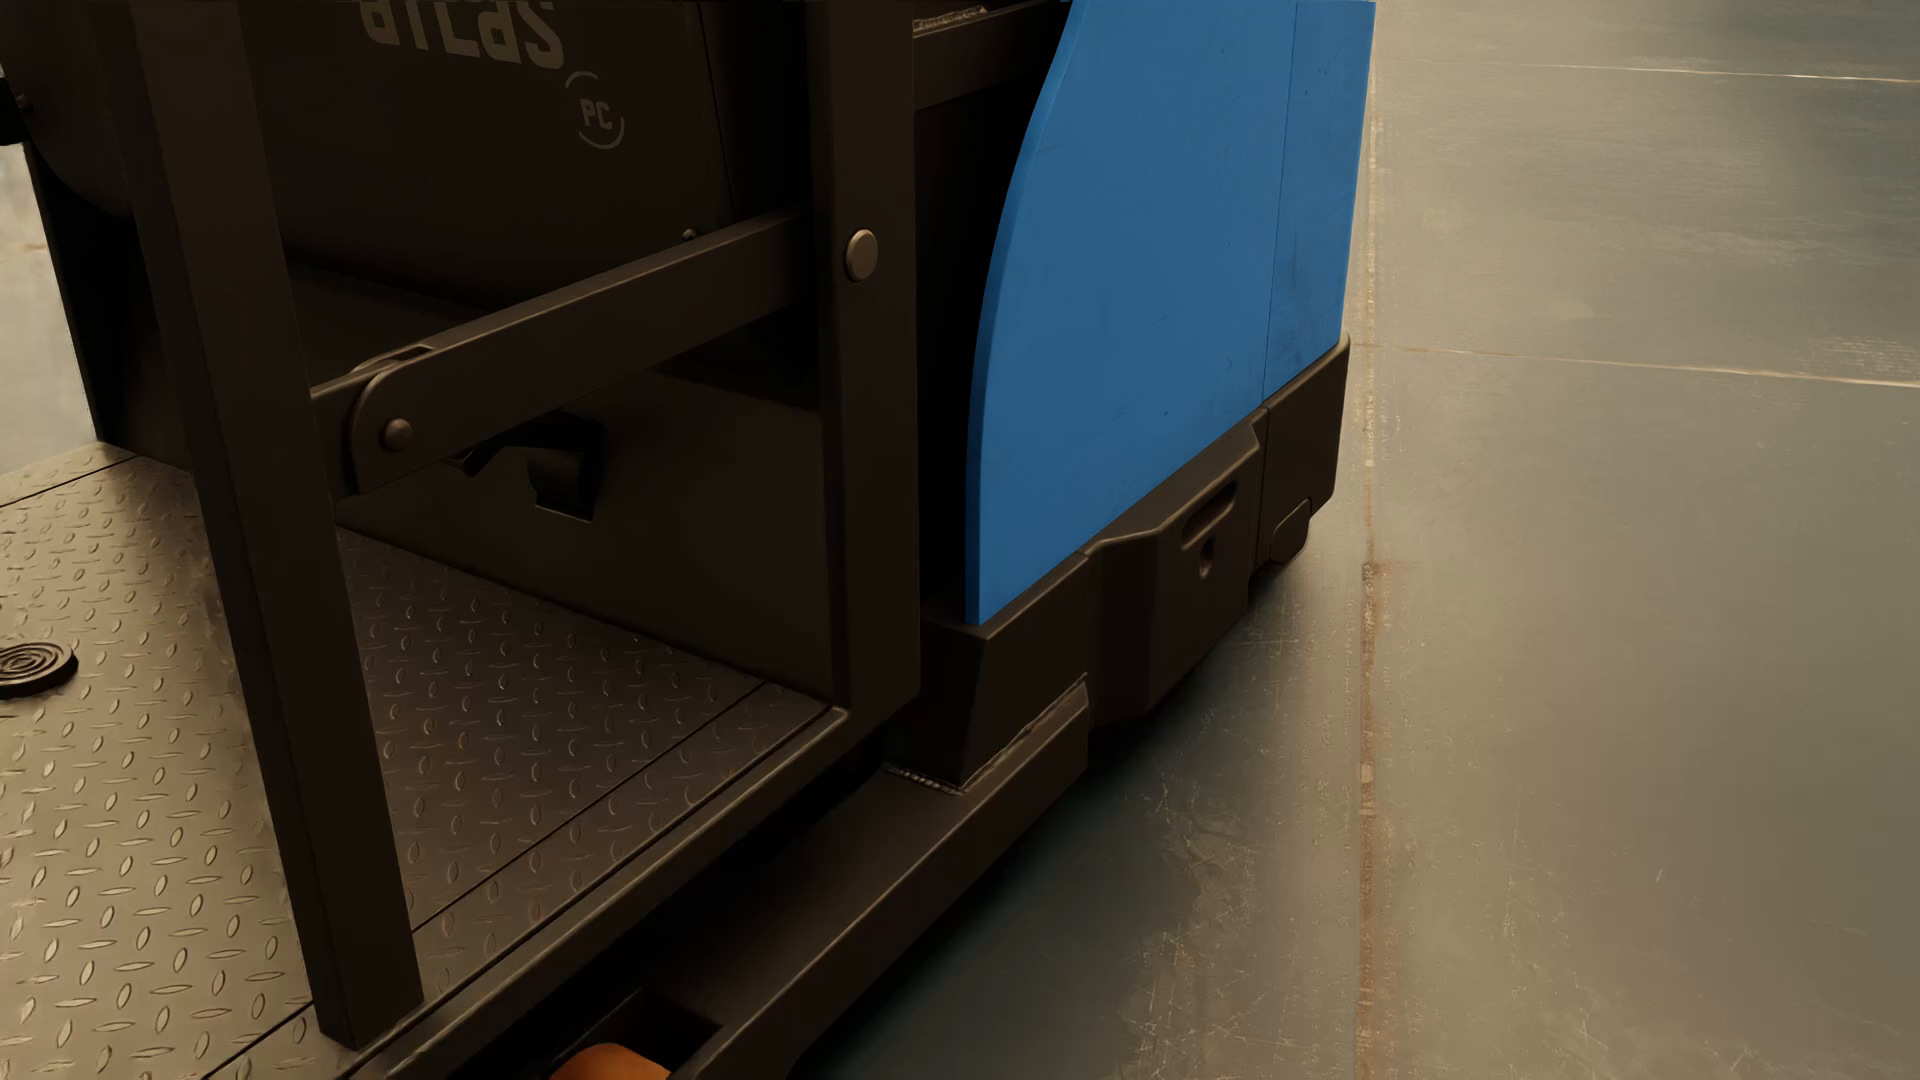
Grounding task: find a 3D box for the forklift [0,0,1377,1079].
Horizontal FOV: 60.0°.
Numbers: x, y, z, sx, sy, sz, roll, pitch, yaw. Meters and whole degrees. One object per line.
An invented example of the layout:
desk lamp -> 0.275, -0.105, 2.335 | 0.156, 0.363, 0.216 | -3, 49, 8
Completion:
forklift -> -0.657, -0.896, 1.023 | 1.130, 2.935, 3.031 | 16, 31, 29
